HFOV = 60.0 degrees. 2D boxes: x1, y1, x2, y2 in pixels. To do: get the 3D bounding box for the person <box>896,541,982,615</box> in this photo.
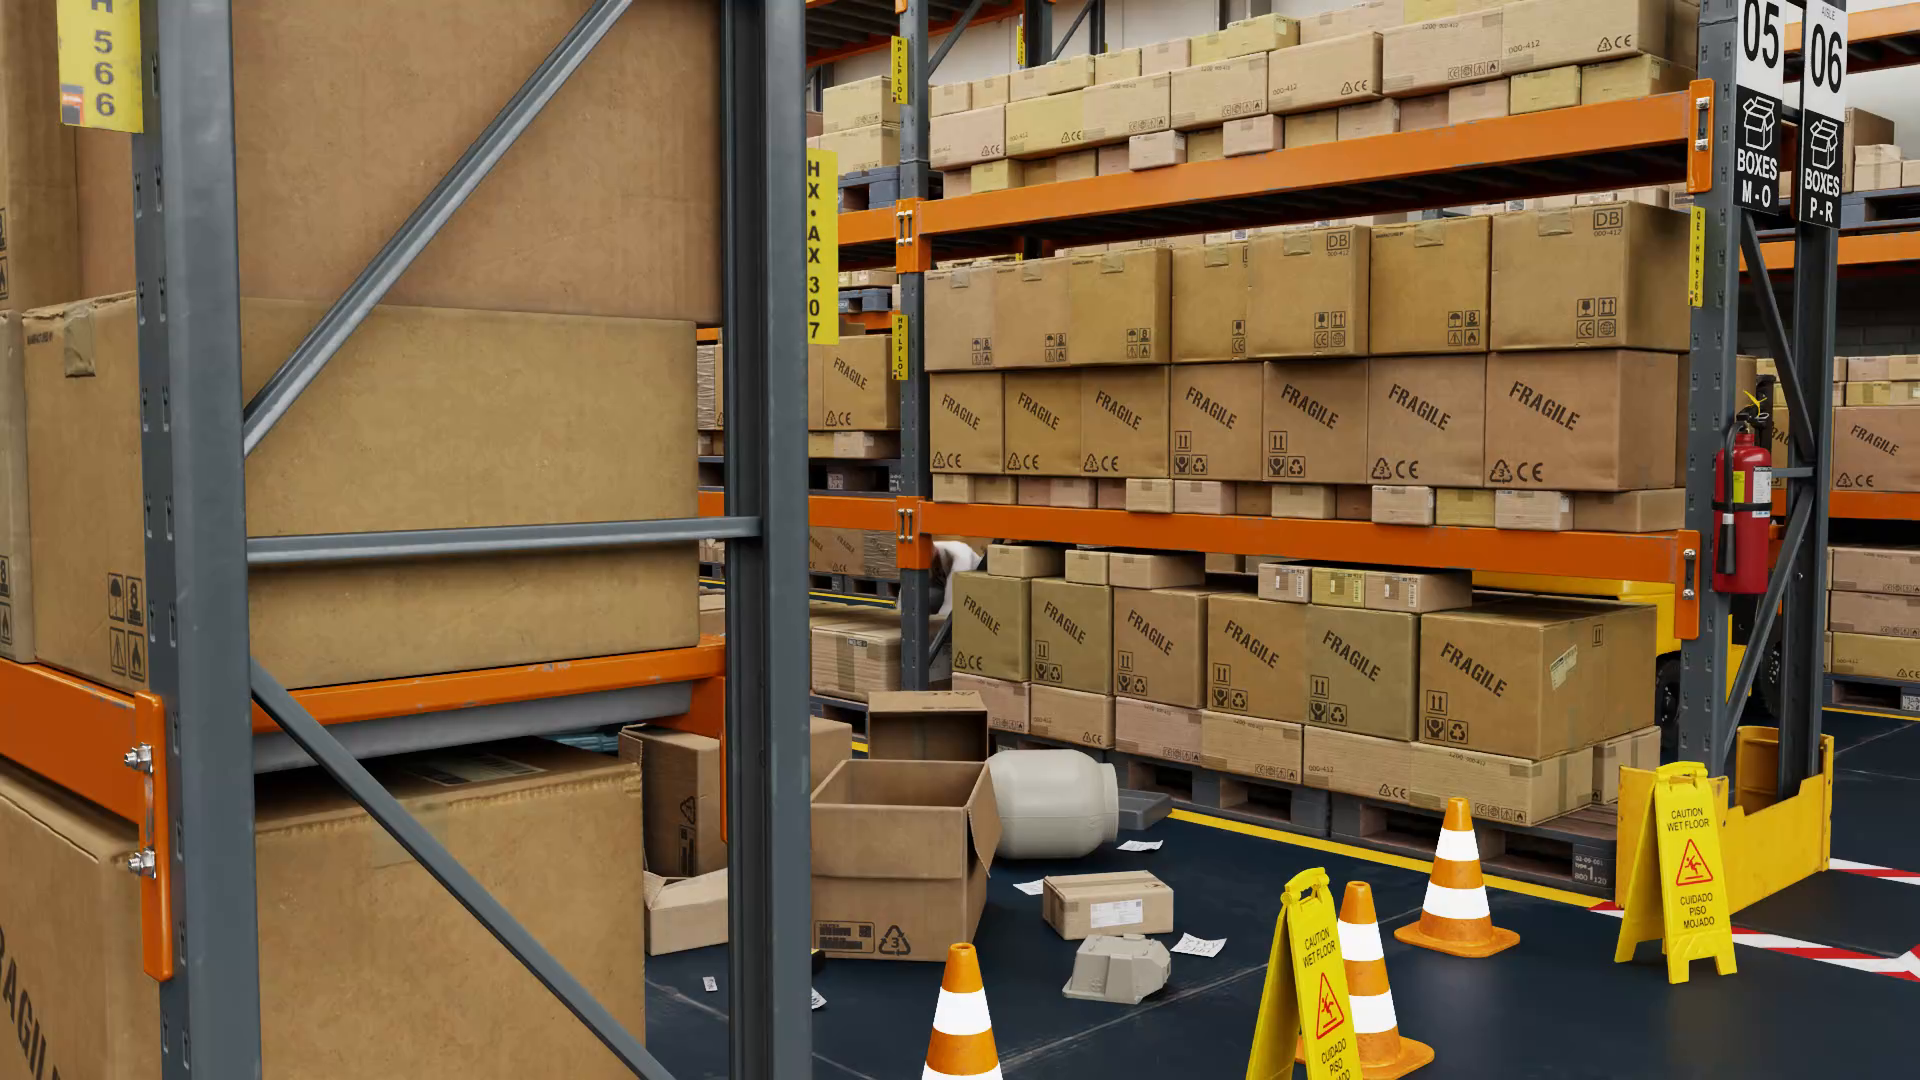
[{"bbox_3d":[-0.092,0.407,11.756,0.903,0.964,0.606,-4,5,-44],"label":"person"}]
